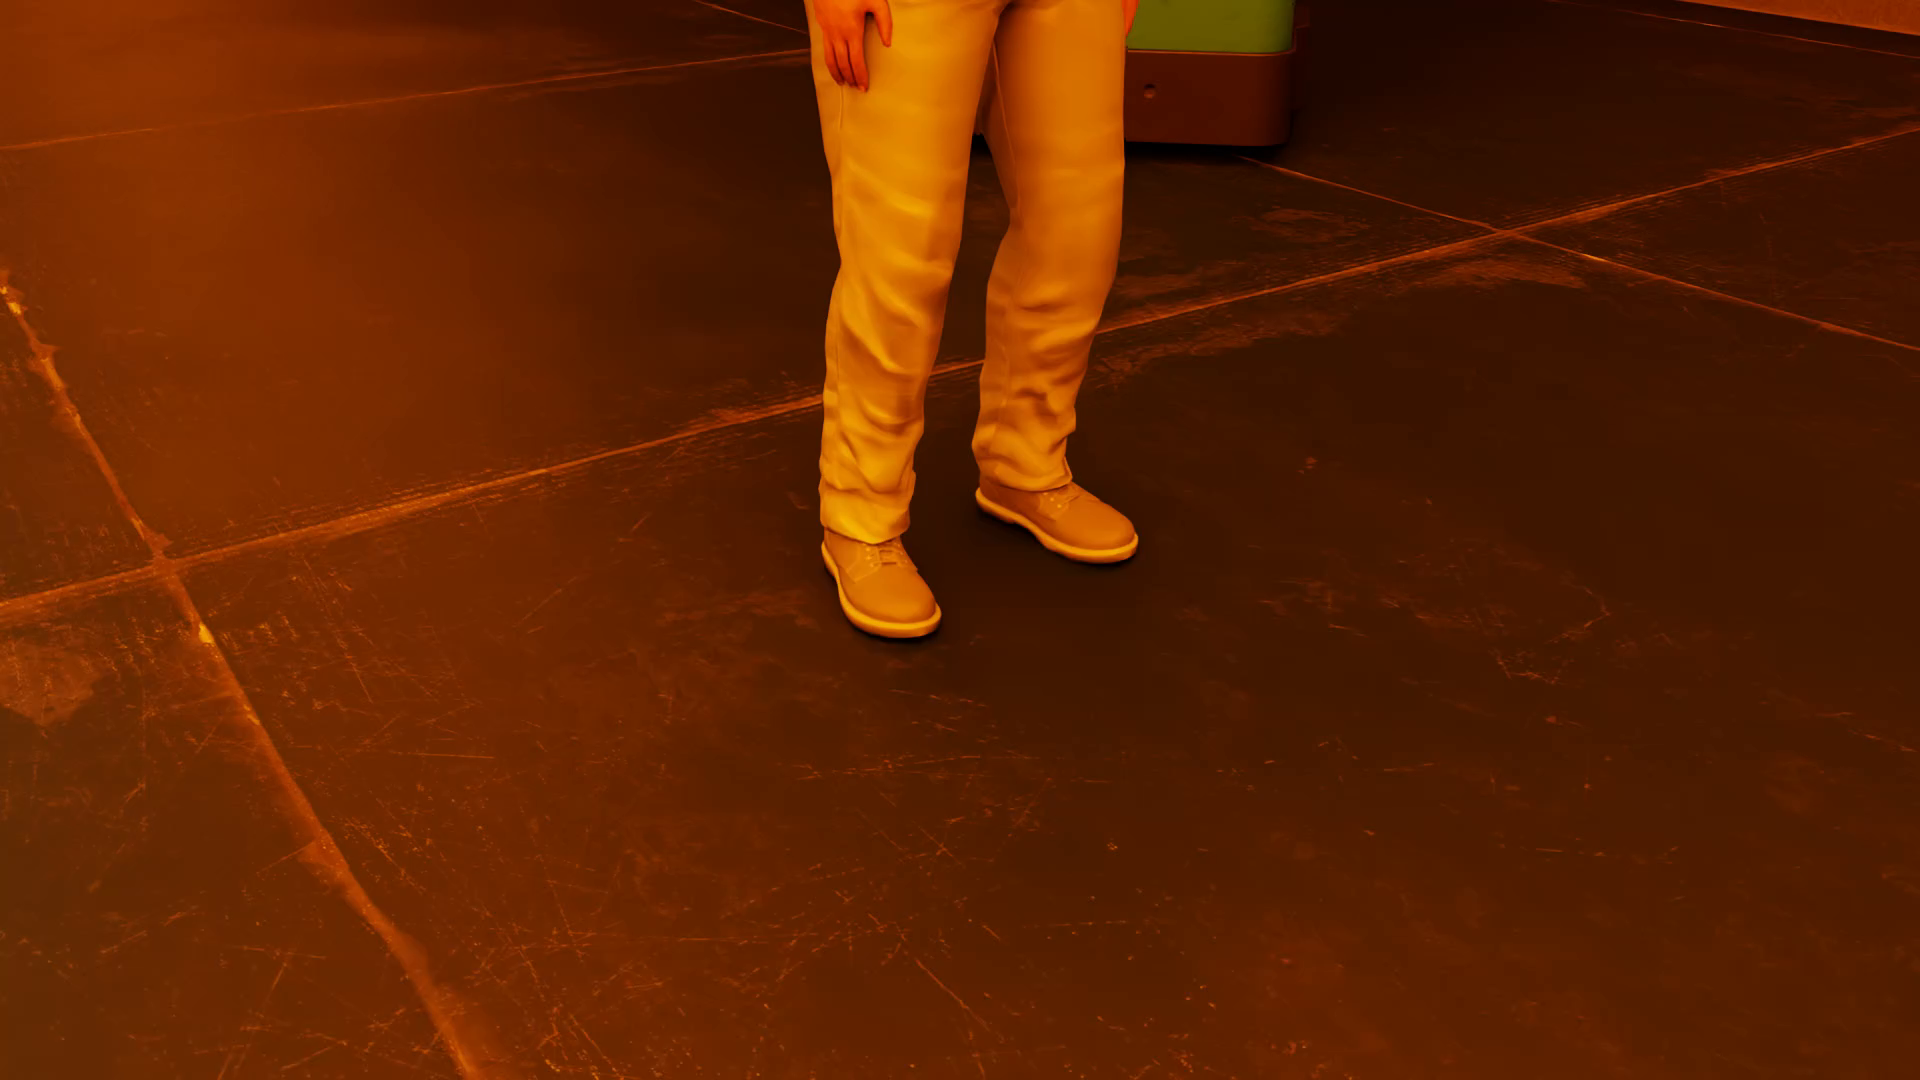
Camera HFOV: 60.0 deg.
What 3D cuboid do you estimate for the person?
[{"bbox_3d":[0.025,-0.726,2.093,0.546,1.666,0.466,-19,32,-32],"label":"person"}]

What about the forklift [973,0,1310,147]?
[{"bbox_3d":[0.621,-2.994,5.199,1.130,2.935,3.031,5,27,9],"label":"forklift"}]
